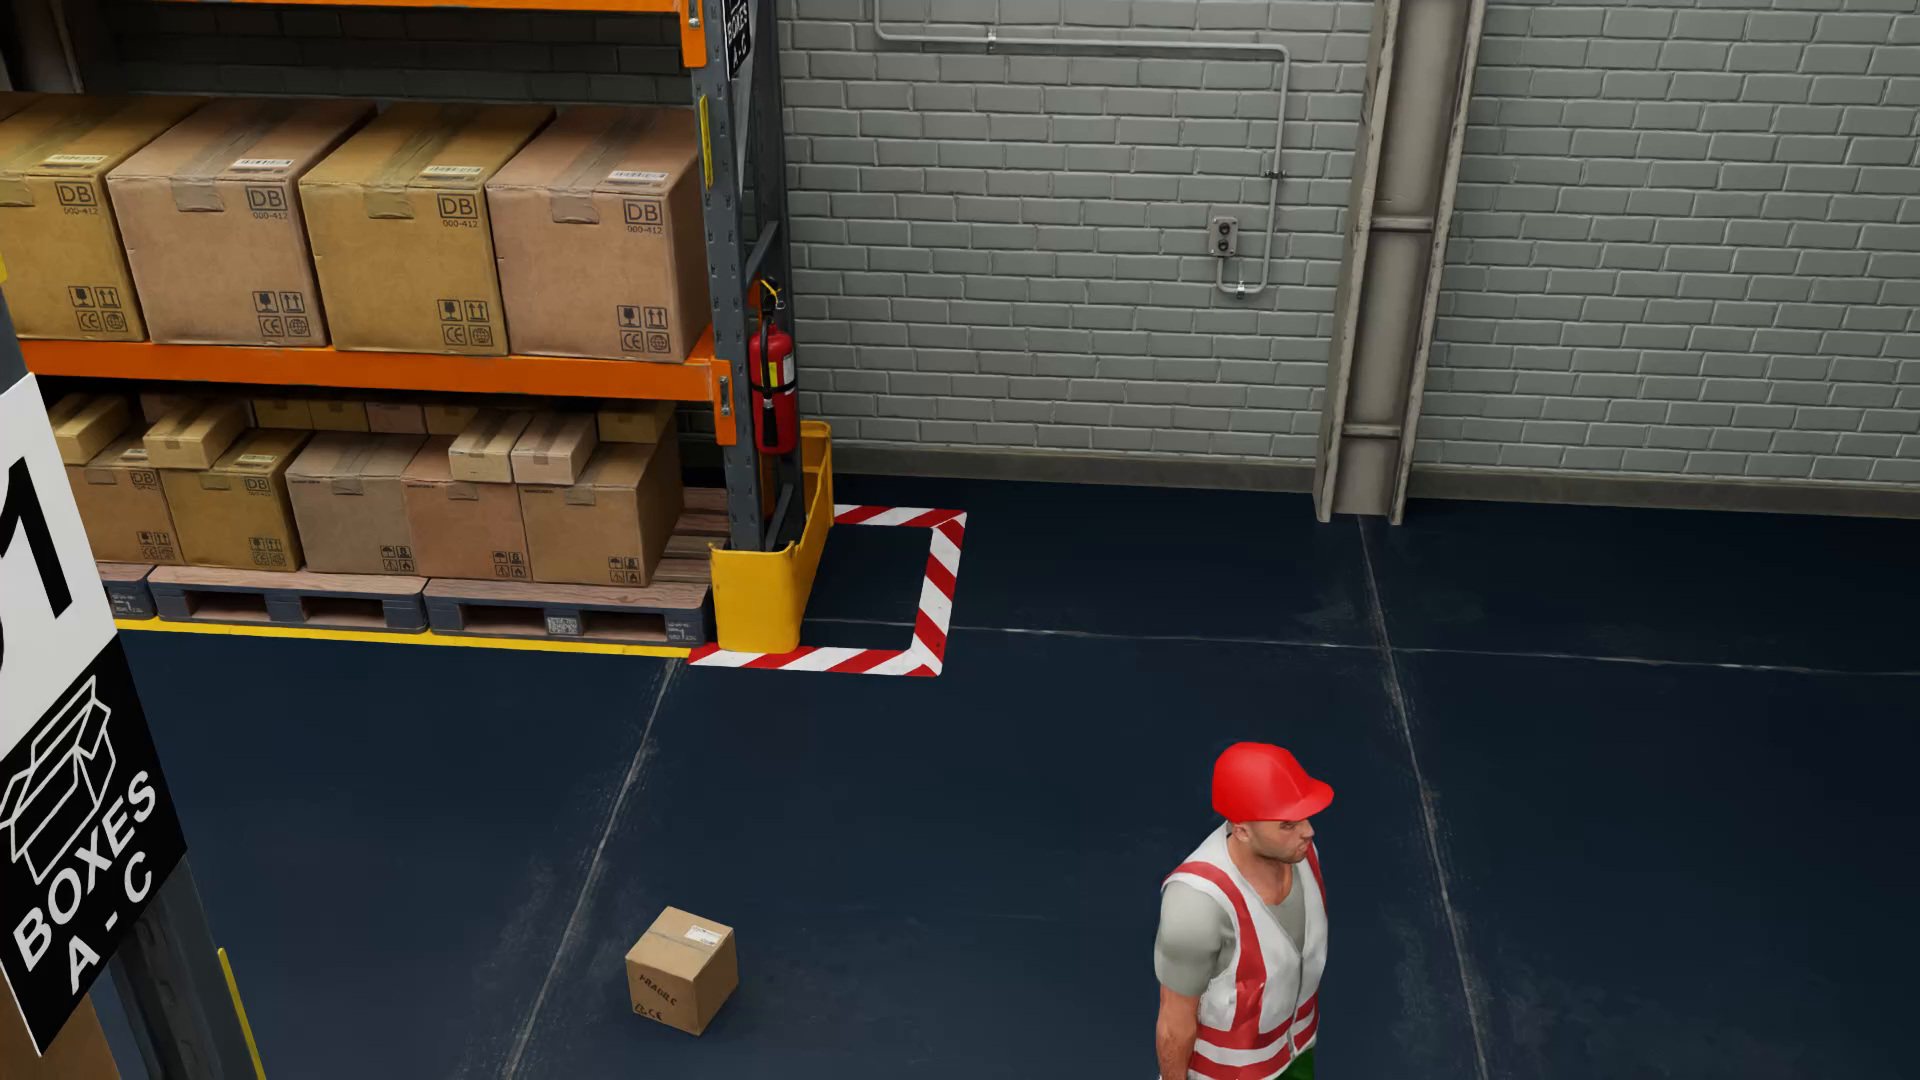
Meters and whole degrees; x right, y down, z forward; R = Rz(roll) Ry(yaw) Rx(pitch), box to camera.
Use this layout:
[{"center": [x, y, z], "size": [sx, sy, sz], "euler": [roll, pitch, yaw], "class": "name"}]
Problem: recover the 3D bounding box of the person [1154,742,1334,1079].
[{"center": [0.657, 1.222, 4.077], "size": [0.563, 1.779, 0.571], "euler": [-27, 41, -37], "class": "person"}]
